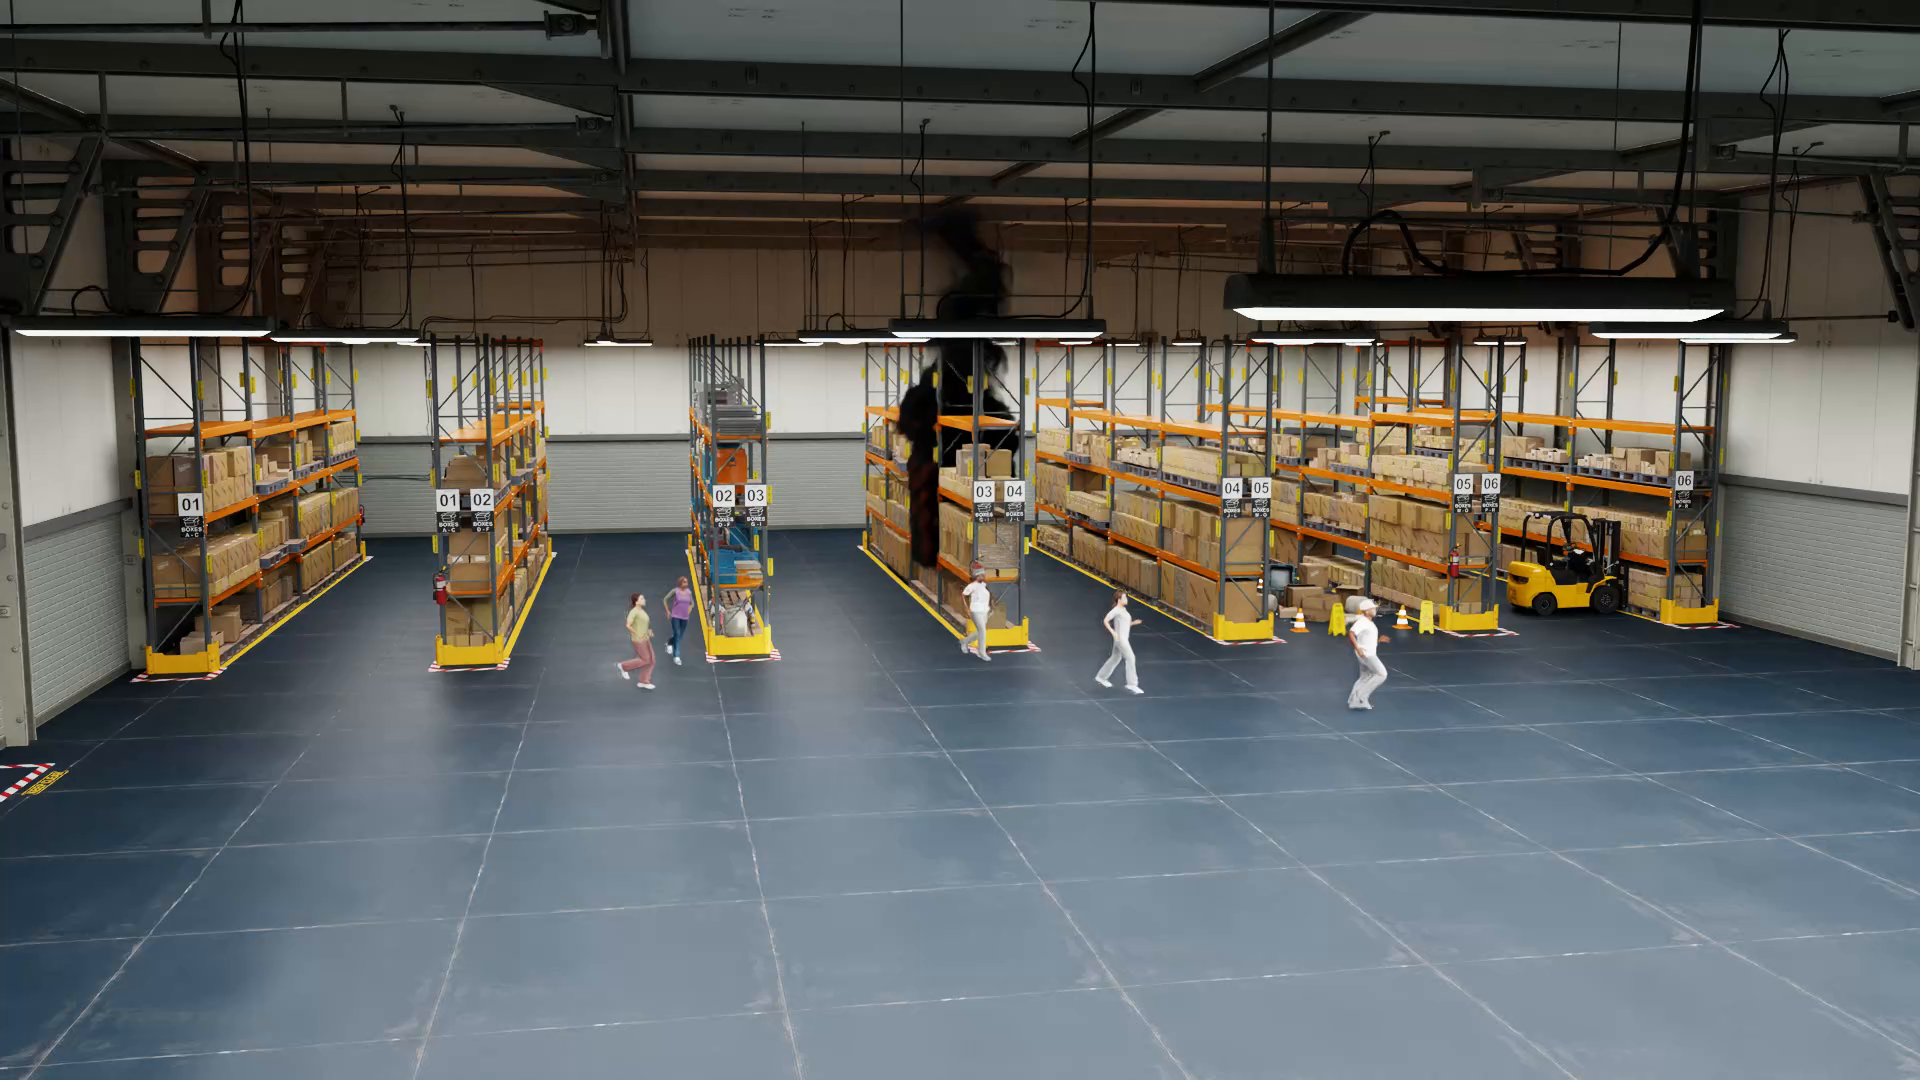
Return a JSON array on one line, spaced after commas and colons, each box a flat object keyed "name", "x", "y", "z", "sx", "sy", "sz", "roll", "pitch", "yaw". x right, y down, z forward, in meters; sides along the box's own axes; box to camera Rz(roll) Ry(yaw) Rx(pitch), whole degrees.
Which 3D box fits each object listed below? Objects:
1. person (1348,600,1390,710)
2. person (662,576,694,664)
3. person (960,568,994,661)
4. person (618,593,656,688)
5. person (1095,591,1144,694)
[{"name": "person", "x": 6.499, "y": 1.821, "z": 26.432, "sx": 0.662, "sy": 1.737, "sz": 0.691, "roll": 1, "pitch": 7, "yaw": 13}, {"name": "person", "x": -5.185, "y": 1.450, "z": 30.690, "sx": 0.576, "sy": 1.583, "sz": 0.777, "roll": -4, "pitch": 8, "yaw": -33}, {"name": "person", "x": 0.373, "y": 1.364, "z": 30.952, "sx": 0.723, "sy": 1.685, "sz": 0.620, "roll": 6, "pitch": 9, "yaw": 40}, {"name": "person", "x": -5.481, "y": 1.701, "z": 28.207, "sx": 0.623, "sy": 1.637, "sz": 0.590, "roll": 1, "pitch": 7, "yaw": 10}, {"name": "person", "x": 2.669, "y": 1.698, "z": 27.808, "sx": 0.854, "sy": 1.709, "sz": 0.544, "roll": 2, "pitch": 7, "yaw": 15}]
